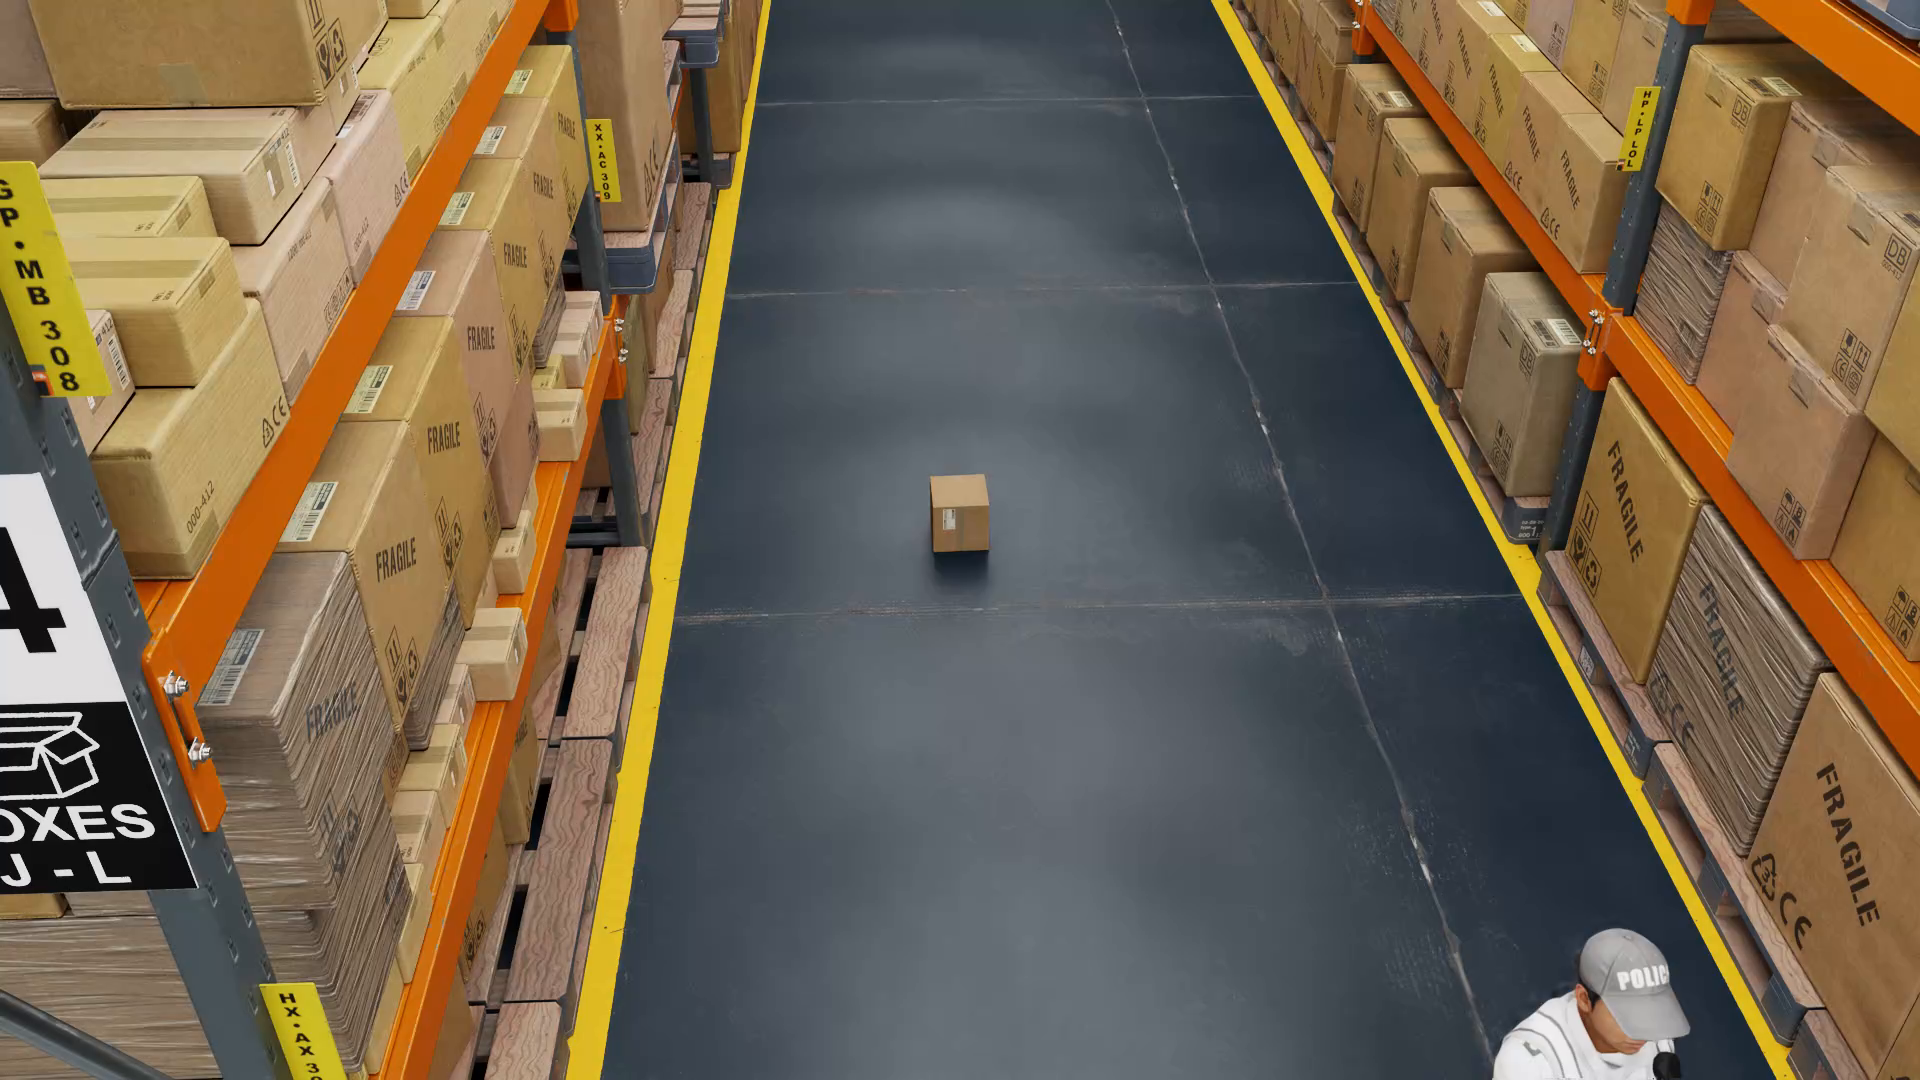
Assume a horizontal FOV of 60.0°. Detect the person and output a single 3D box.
[{"bbox_3d":[1.443,1.580,3.907,0.511,1.617,0.940,-11,37,-15],"label":"person"}]
